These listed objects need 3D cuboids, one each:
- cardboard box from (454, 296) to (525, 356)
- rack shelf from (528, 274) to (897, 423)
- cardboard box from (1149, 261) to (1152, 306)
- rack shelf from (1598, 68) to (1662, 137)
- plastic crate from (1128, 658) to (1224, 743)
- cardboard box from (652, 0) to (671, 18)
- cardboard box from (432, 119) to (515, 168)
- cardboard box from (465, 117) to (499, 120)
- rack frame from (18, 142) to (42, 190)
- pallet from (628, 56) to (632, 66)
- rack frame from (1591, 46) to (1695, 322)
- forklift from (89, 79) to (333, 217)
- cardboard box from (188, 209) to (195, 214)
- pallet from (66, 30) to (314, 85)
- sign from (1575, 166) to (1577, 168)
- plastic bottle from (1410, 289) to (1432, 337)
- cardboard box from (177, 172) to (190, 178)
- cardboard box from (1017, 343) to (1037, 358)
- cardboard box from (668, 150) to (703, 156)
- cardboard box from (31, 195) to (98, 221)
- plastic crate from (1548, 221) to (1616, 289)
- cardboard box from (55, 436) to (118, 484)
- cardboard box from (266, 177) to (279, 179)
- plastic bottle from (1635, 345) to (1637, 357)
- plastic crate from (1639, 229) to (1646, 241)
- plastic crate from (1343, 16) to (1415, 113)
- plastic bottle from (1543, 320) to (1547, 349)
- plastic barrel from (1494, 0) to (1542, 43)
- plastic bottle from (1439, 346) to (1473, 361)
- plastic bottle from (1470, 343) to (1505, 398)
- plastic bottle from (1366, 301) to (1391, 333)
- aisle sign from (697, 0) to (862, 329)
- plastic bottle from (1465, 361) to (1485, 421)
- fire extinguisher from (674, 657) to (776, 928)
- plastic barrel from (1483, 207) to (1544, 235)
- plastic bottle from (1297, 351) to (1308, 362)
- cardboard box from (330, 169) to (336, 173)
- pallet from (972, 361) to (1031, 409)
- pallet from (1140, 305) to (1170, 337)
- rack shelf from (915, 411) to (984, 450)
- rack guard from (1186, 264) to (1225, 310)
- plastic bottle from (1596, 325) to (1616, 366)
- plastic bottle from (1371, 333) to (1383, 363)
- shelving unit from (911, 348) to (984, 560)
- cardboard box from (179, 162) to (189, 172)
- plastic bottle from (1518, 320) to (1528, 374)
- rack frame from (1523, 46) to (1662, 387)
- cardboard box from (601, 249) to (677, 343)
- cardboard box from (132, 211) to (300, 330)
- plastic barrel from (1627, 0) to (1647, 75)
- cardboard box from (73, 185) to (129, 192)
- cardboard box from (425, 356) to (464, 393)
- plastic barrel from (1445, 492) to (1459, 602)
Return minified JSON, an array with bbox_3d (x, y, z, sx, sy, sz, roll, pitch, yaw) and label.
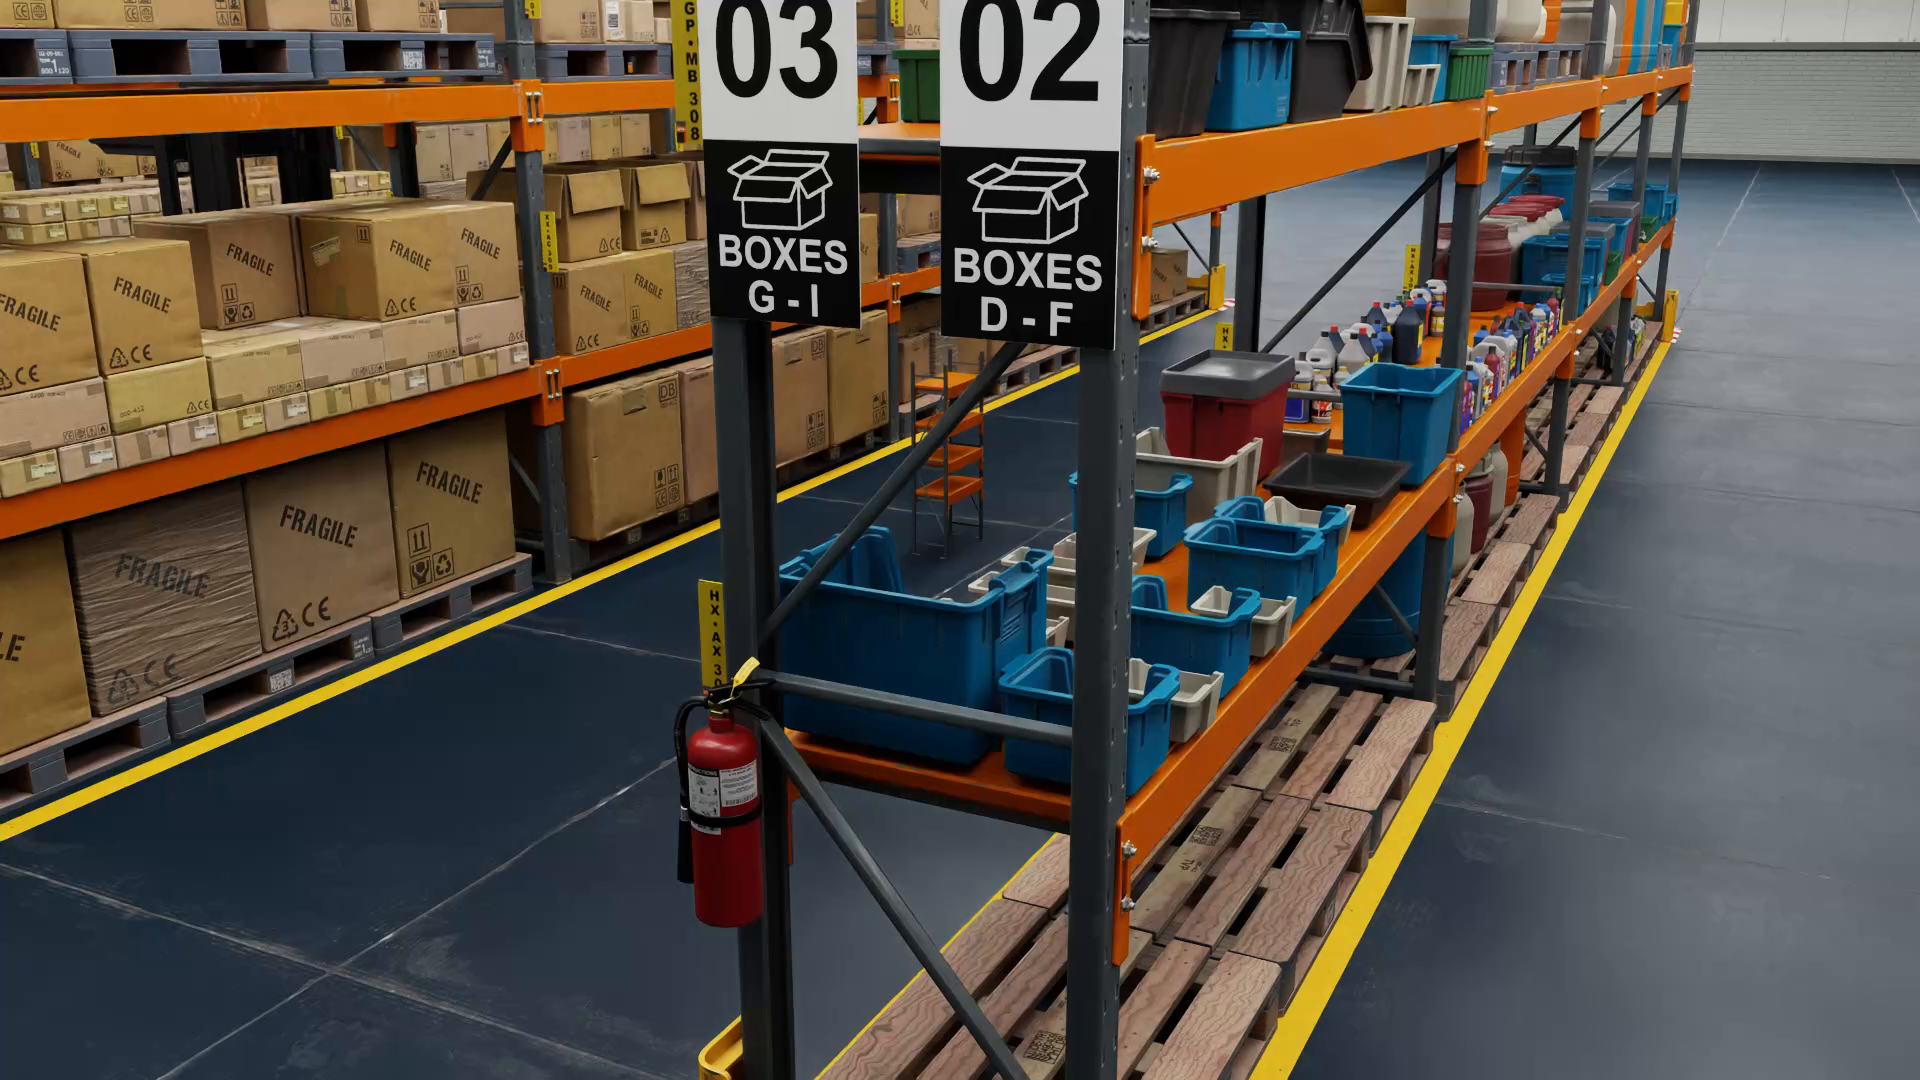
[{"bbox_3d":[-2.703,-1.171,8.938,0.500,0.250,0.500,8,18,24],"label":"cardboard box"},{"bbox_3d":[-1.847,-1.410,11.268,1.077,0.370,4.000,8,18,25],"label":"rack shelf"},{"bbox_3d":[1.794,-2.835,18.453,0.500,0.500,0.500,10,19,30],"label":"cardboard box"},{"bbox_3d":[4.371,-3.237,12.149,1.077,0.370,4.000,8,18,25],"label":"rack shelf"},{"bbox_3d":[0.525,0.409,4.237,0.250,0.136,0.298,8,18,25],"label":"plastic crate"},{"bbox_3d":[-1.847,-3.430,10.618,0.797,0.503,0.637,8,18,25],"label":"cardboard box"},{"bbox_3d":[-4.684,-3.822,16.191,0.700,0.500,0.500,8,18,25],"label":"cardboard box"},{"bbox_3d":[-6.646,-5.804,22.343,0.700,0.500,0.500,8,18,25],"label":"cardboard box"},{"bbox_3d":[-9.819,-3.525,17.125,1.000,3.000,0.127,8,18,25],"label":"rack frame"},{"bbox_3d":[-3.924,-5.047,17.315,0.805,0.209,1.217,7,18,23],"label":"pallet"},{"bbox_3d":[7.052,-3.672,17.620,1.000,3.000,0.127,8,18,25],"label":"rack frame"},{"bbox_3d":[-5.081,-1.803,11.446,3.031,2.935,1.130,9,19,27],"label":"forklift"},{"bbox_3d":[-5.964,-2.503,12.863,0.380,0.149,0.250,8,18,24],"label":"cardboard box"},{"bbox_3d":[-3.662,-2.124,7.296,1.003,0.211,1.213,8,18,25],"label":"pallet"},{"bbox_3d":[6.562,-3.876,17.819,0.100,0.325,0.005,8,18,25],"label":"sign"},{"bbox_3d":[2.788,-1.388,10.147,0.152,0.276,0.135,8,18,25],"label":"plastic bottle"},{"bbox_3d":[-8.742,-4.071,18.666,0.380,0.149,0.250,9,19,27],"label":"cardboard box"},{"bbox_3d":[0.310,-2.023,15.686,0.700,0.500,0.500,8,18,25],"label":"cardboard box"},{"bbox_3d":[-1.588,-2.444,11.546,0.797,0.503,0.637,9,19,27],"label":"cardboard box"},{"bbox_3d":[-6.426,-2.382,11.935,0.380,0.149,0.250,9,19,27],"label":"cardboard box"},{"bbox_3d":[4.473,-2.038,12.004,0.402,0.464,0.583,8,18,25],"label":"plastic crate"},{"bbox_3d":[-3.731,-0.352,6.883,0.380,0.149,0.250,8,18,25],"label":"cardboard box"},{"bbox_3d":[-5.502,-2.905,13.697,0.380,0.149,0.250,9,19,27],"label":"cardboard box"},{"bbox_3d":[6.229,-1.793,15.434,0.097,0.201,0.097,0,17,0],"label":"plastic bottle"},{"bbox_3d":[5.613,-2.741,14.592,0.767,0.338,0.504,8,18,25],"label":"plastic crate"},{"bbox_3d":[1.169,-1.503,5.256,0.437,0.282,0.530,8,18,25],"label":"plastic crate"},{"bbox_3d":[3.377,-1.222,9.718,0.097,0.201,0.097,0,17,0],"label":"plastic bottle"},{"bbox_3d":[2.820,-2.868,8.668,0.433,0.535,0.433,0,17,0],"label":"plastic barrel"},{"bbox_3d":[2.515,-0.881,8.439,0.152,0.276,0.135,8,18,25],"label":"plastic bottle"},{"bbox_3d":[2.652,-0.861,8.374,0.152,0.276,0.135,8,18,25],"label":"plastic bottle"},{"bbox_3d":[2.300,-1.148,9.209,0.144,0.351,0.185,8,18,25],"label":"plastic bottle"},{"bbox_3d":[-0.391,-0.862,3.592,0.394,0.787,0.004,8,18,25],"label":"aisle sign"},{"bbox_3d":[2.401,-0.719,7.894,0.152,0.276,0.135,8,18,25],"label":"plastic bottle"},{"bbox_3d":[-0.571,0.600,4.028,0.296,0.674,0.183,8,18,25],"label":"fire extinguisher"},{"bbox_3d":[4.120,-2.206,12.443,0.433,0.535,0.433,0,17,0],"label":"plastic barrel"},{"bbox_3d":[1.640,-0.766,8.040,0.061,0.283,0.133,8,18,25],"label":"plastic bottle"},{"bbox_3d":[-5.727,-3.193,14.666,0.380,0.149,0.250,8,18,25],"label":"cardboard box"},{"bbox_3d":[-0.057,-1.436,14.989,1.003,0.211,1.213,8,18,25],"label":"pallet"},{"bbox_3d":[1.646,-2.434,18.349,1.003,0.211,1.213,8,18,25],"label":"pallet"},{"bbox_3d":[-0.074,-0.683,10.167,0.258,0.148,0.480,8,18,25],"label":"rack shelf"},{"bbox_3d":[2.587,-3.085,20.032,1.175,0.500,0.348,8,18,25],"label":"rack guard"},{"bbox_3d":[5.868,-1.765,15.080,0.144,0.351,0.185,8,18,25],"label":"plastic bottle"},{"bbox_3d":[2.146,-0.940,8.647,0.097,0.271,0.097,0,17,0],"label":"plastic bottle"},{"bbox_3d":[-0.074,-0.533,10.212,0.258,1.200,0.503,8,18,25],"label":"shelving unit"},{"bbox_3d":[-8.723,-4.399,18.629,0.500,0.500,0.500,7,18,23],"label":"cardboard box"},{"bbox_3d":[3.026,-1.049,8.993,0.061,0.283,0.133,8,18,25],"label":"plastic bottle"},{"bbox_3d":[5.265,-2.653,14.189,1.000,3.000,0.127,8,18,25],"label":"rack frame"},{"bbox_3d":[-2.088,-1.507,10.155,0.500,0.500,0.500,8,18,25],"label":"cardboard box"},{"bbox_3d":[-3.639,-1.329,8.154,0.500,0.500,0.500,7,18,24],"label":"cardboard box"},{"bbox_3d":[4.647,-3.841,12.040,0.600,0.901,0.708,8,18,25],"label":"plastic barrel"},{"bbox_3d":[-6.662,-2.659,12.867,0.380,0.149,0.250,7,18,24],"label":"cardboard box"},{"bbox_3d":[-2.814,-0.875,8.643,0.380,0.149,0.250,8,18,24],"label":"cardboard box"},{"bbox_3d":[2.265,-0.128,8.634,0.600,0.901,0.708,8,18,25],"label":"plastic barrel"}]
